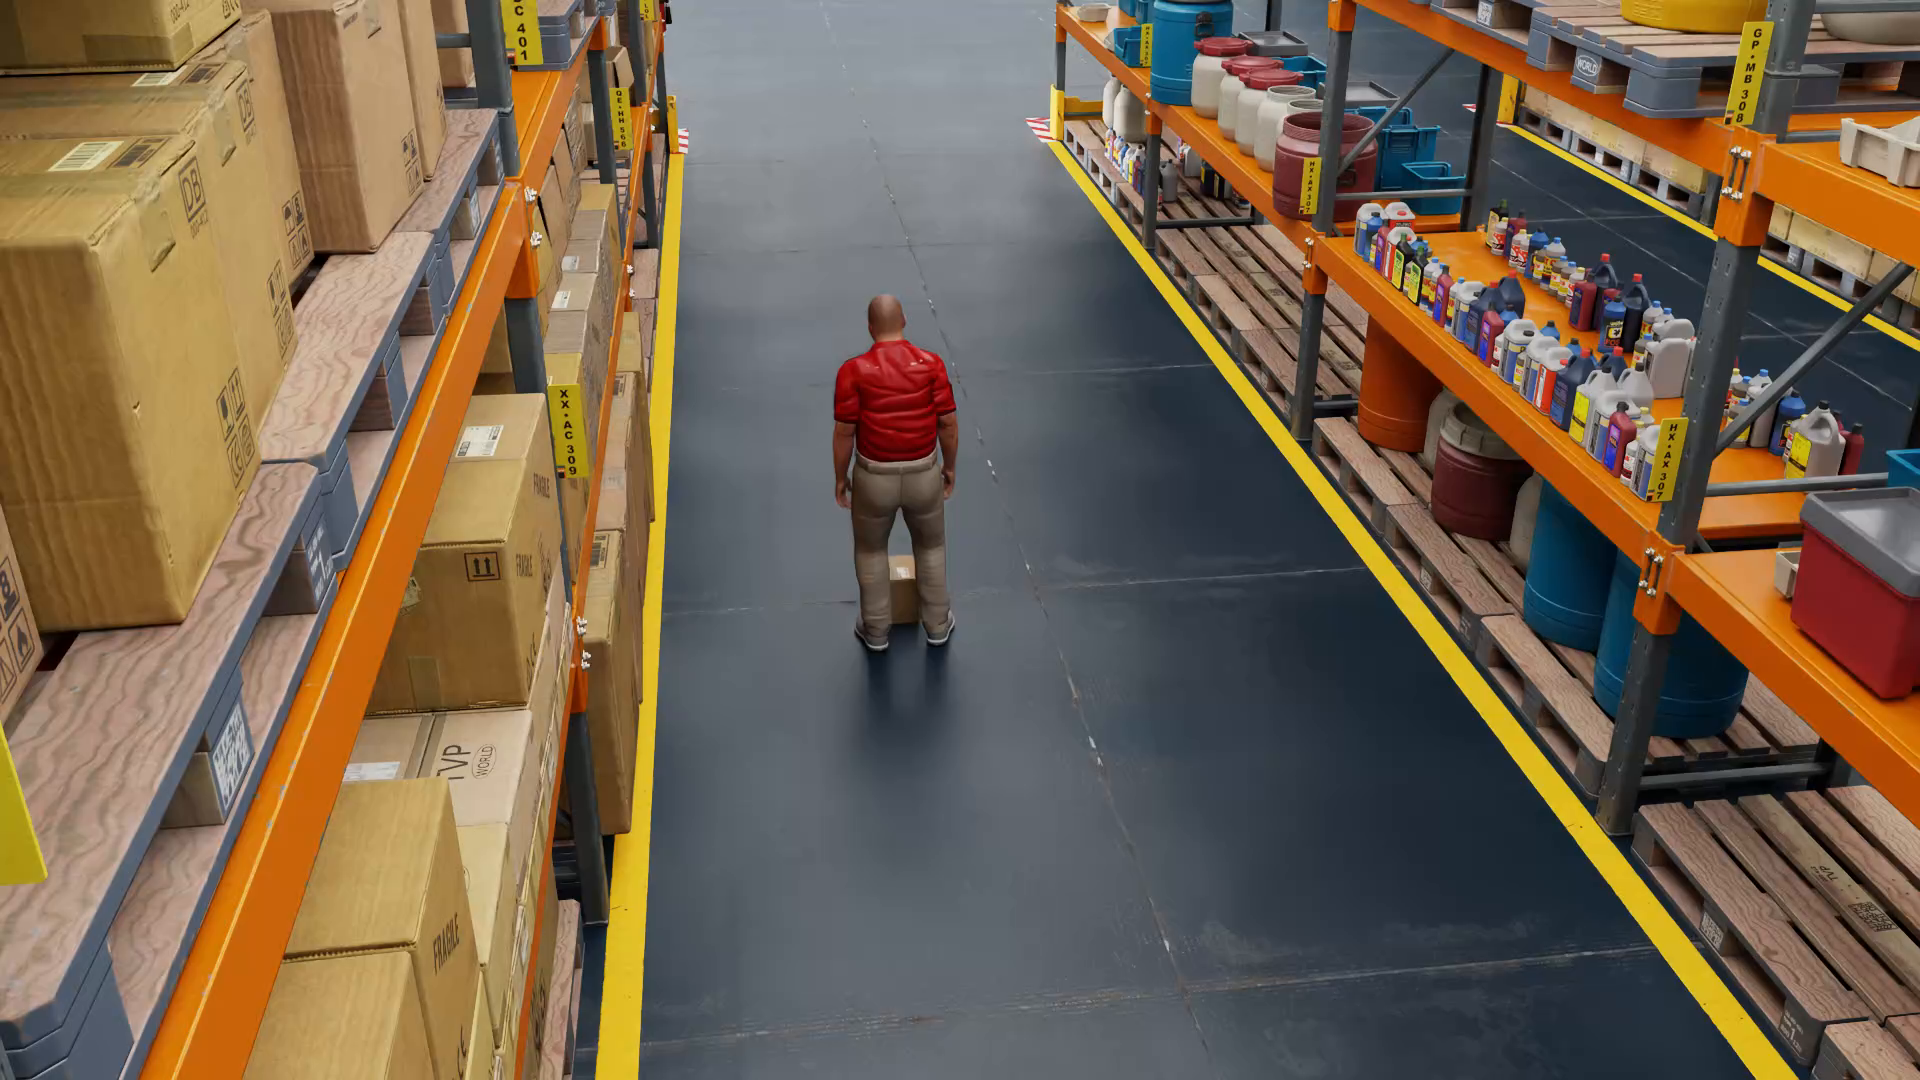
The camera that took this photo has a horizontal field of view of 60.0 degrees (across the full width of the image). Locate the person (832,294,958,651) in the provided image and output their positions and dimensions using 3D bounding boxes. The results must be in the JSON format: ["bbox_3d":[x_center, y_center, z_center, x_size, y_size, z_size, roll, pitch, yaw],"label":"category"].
[{"bbox_3d":[-0.297,-0.293,7.709,0.587,1.725,0.392,-5,27,-9],"label":"person"}]
